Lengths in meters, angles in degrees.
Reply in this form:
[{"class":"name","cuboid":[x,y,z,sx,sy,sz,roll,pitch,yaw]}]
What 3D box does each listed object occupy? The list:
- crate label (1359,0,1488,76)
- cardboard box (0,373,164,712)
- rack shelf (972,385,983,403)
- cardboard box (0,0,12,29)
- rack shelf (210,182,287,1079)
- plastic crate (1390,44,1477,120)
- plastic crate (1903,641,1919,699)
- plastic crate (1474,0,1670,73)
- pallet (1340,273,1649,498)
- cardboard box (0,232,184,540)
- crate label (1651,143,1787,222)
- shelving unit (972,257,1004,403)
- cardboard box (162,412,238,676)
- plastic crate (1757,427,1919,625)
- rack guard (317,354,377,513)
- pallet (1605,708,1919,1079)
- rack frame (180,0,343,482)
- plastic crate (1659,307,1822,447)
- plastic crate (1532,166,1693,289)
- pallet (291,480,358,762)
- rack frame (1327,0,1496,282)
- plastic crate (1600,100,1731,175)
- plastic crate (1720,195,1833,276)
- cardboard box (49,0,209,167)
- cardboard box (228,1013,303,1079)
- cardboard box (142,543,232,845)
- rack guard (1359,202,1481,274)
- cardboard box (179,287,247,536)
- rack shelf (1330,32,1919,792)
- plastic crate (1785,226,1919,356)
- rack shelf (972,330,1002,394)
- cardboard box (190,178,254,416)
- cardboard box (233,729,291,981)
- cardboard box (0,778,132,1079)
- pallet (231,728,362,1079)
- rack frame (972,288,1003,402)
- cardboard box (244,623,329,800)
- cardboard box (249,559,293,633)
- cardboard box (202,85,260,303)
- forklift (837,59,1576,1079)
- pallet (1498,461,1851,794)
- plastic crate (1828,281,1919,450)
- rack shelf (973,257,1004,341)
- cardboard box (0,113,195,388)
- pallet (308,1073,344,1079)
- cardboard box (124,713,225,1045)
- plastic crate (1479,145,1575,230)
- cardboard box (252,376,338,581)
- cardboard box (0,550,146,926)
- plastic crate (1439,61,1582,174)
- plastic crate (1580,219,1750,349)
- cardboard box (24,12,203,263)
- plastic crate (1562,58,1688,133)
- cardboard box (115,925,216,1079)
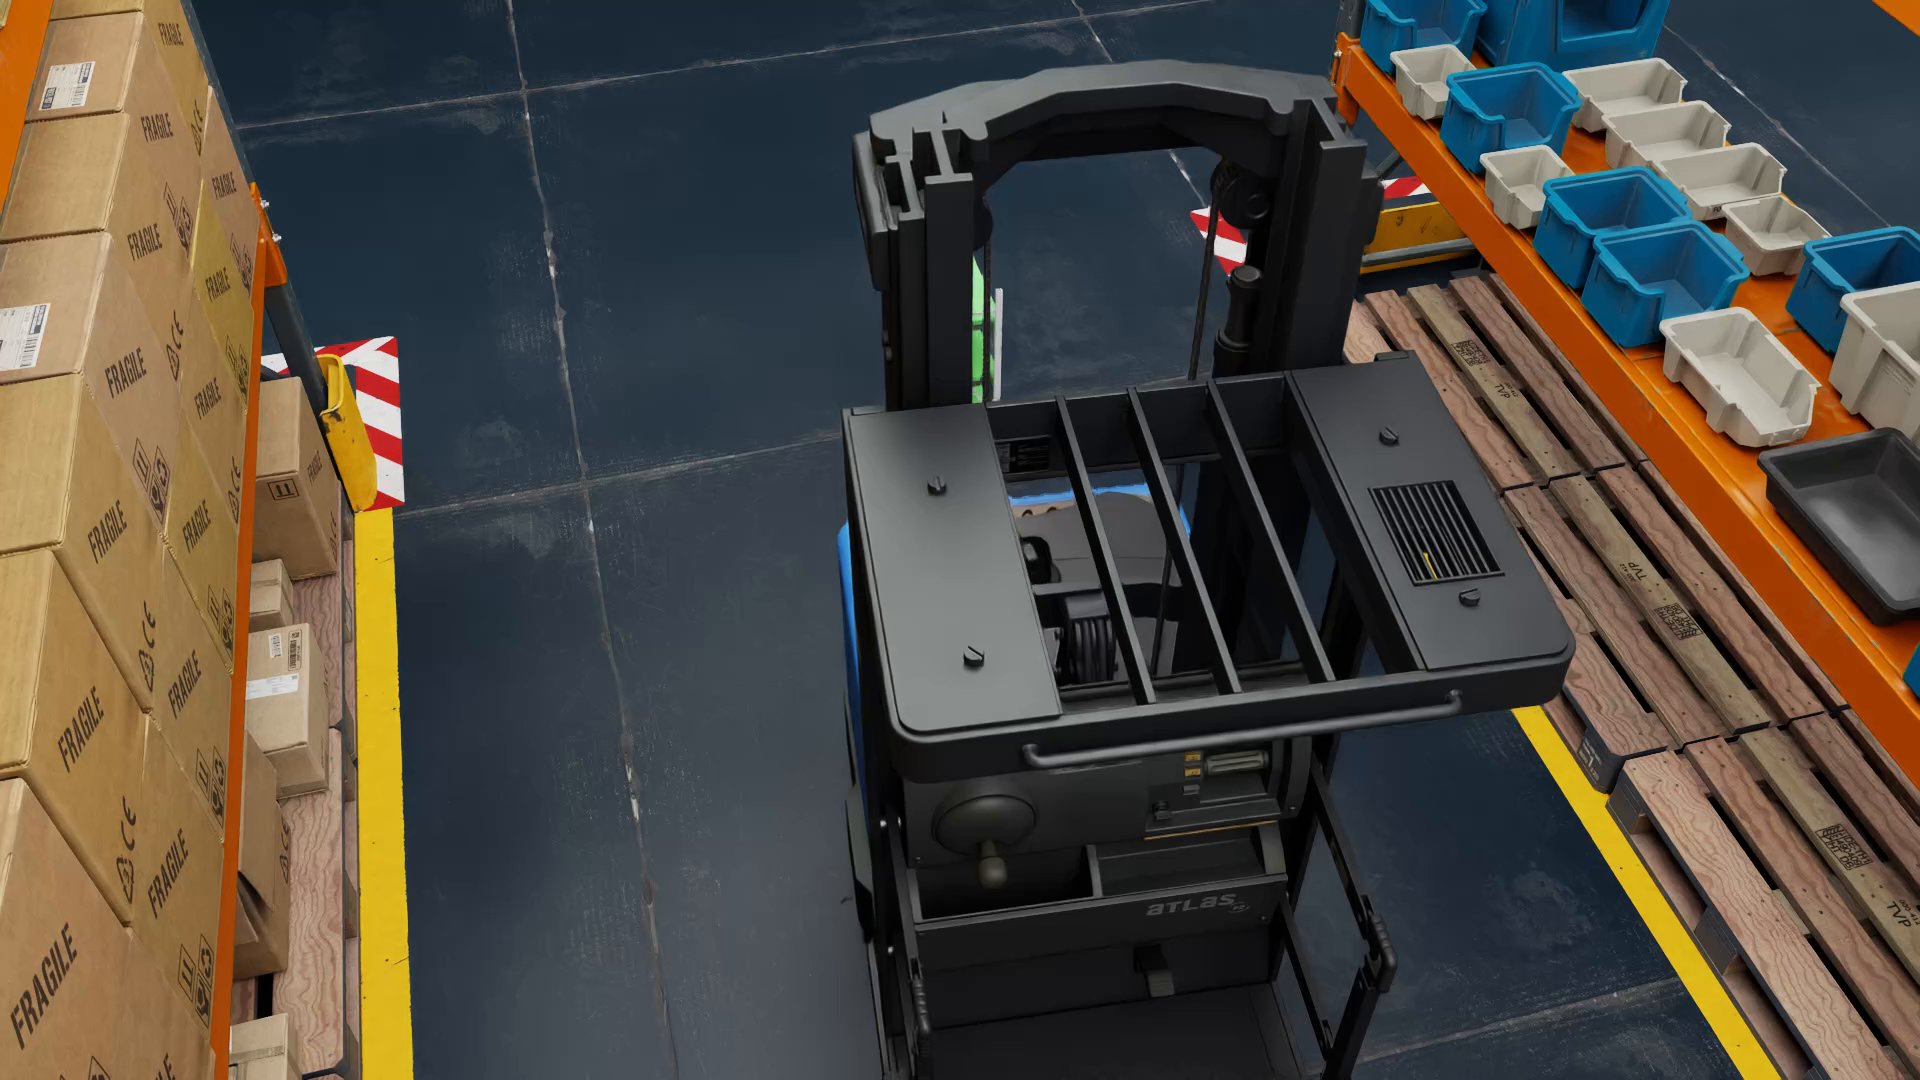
[{"class":"crate label","cuboid":[1.673,-1.870,6.057,0.416,0.233,0.303,-11,47,-10]},{"class":"cardboard box","cuboid":[-1.949,0.054,3.327,0.500,0.500,0.500,-12,47,-11]},{"class":"rack shelf","cuboid":[-0.042,-0.490,5.979,0.258,0.148,0.480,-11,47,-10]},{"class":"cardboard box","cuboid":[-2.216,-1.236,3.366,0.500,0.250,0.500,-11,47,-10]},{"class":"rack shelf","cuboid":[-2.349,0.398,4.264,1.077,0.370,4.000,-11,47,-10]},{"class":"plastic crate","cuboid":[1.676,-1.599,5.860,0.250,0.136,0.298,-11,47,-10]},{"class":"plastic crate","cuboid":[2.503,0.348,3.778,0.392,0.384,0.575,-11,47,-10]},{"class":"plastic crate","cuboid":[2.195,-1.974,6.018,0.616,0.435,0.499,-11,47,-10]},{"class":"pallet","cuboid":[2.102,-0.586,6.676,1.003,0.211,1.213,-11,47,-10]},{"class":"cardboard box","cuboid":[-2.082,-0.303,3.676,0.500,0.500,0.500,-9,46,-9]},{"class":"crate label","cuboid":[2.467,-1.146,5.416,0.396,0.136,0.243,-11,47,-10]},{"class":"shelving unit","cuboid":[-0.042,-0.534,5.933,0.258,1.200,0.503,-11,47,-10]},{"class":"cardboard box","cuboid":[-2.095,0.040,4.040,0.500,0.500,0.500,-11,47,-11]},{"class":"plastic crate","cuboid":[2.406,-0.025,4.325,0.437,0.125,0.590,-11,47,-10]},{"class":"rack guard","cuboid":[-2.841,-0.308,6.201,1.175,0.500,0.348,-11,47,-10]},{"class":"pallet","cuboid":[2.727,1.099,5.025,1.003,0.211,1.213,-11,47,-10]},{"class":"rack frame","cuboid":[-2.861,-1.235,5.360,1.000,3.000,0.127,-11,47,-10]},{"class":"plastic crate","cuboid":[2.216,-0.452,4.736,0.293,0.136,0.466,-11,47,-10]},{"class":"plastic crate","cuboid":[2.011,-0.961,5.166,0.416,0.233,0.300,-11,47,-10]},{"class":"pallet","cuboid":[-2.636,0.344,5.765,1.003,0.211,1.213,-11,47,-10]},{"class":"rack frame","cuboid":[1.929,-2.138,6.245,1.000,3.000,0.127,-11,47,-10]},{"class":"plastic crate","cuboid":[2.373,-1.334,5.600,0.396,0.136,0.243,-11,47,-10]},{"class":"plastic crate","cuboid":[2.561,-0.945,5.219,0.298,0.136,0.250,-11,47,-10]},{"class":"cardboard box","cuboid":[-2.481,-1.363,4.715,0.500,0.500,0.500,-11,47,-11]},{"class":"cardboard box","cuboid":[-1.966,1.440,4.415,0.380,0.166,0.250,-11,47,-10]},{"class":"cardboard box","cuboid":[-1.964,0.391,3.696,0.500,0.500,0.500,-11,47,-11]},{"class":"rack guard","cuboid":[1.910,-1.277,7.152,1.175,0.500,0.348,-11,47,-10]},{"class":"cardboard box","cuboid":[-2.224,-0.307,4.381,0.500,0.500,0.500,-10,46,-10]},{"class":"rack shelf","cuboid":[2.441,-0.505,5.149,1.077,0.370,4.000,-11,47,-10]},{"class":"plastic crate","cuboid":[2.702,-0.729,4.940,0.416,0.233,0.300,-11,47,-10]},{"class":"rack shelf","cuboid":[-0.042,-0.658,5.808,0.258,0.148,0.480,-11,47,-10]},{"class":"cardboard box","cuboid":[-2.347,-0.653,4.720,0.500,0.500,0.500,-10,46,-10]},{"class":"cardboard box","cuboid":[-2.323,0.950,4.658,0.797,0.503,0.637,-11,47,-10]},{"class":"cardboard box","cuboid":[-1.685,0.765,2.630,0.500,0.500,0.500,-10,46,-9]},{"class":"pallet","cuboid":[-2.327,1.185,4.941,1.003,0.211,1.213,-11,47,-10]},{"class":"rack frame","cuboid":[0.020,-0.366,5.768,0.240,1.200,0.015,-11,47,-10]},{"class":"cardboard box","cuboid":[-2.269,0.565,5.213,0.500,0.250,0.500,-11,47,-10]},{"class":"cardboard box","cuboid":[-2.467,0.229,5.601,0.380,0.166,0.250,-11,47,-10]},{"class":"cardboard box","cuboid":[-2.483,-1.010,5.070,0.500,0.500,0.500,-9,46,-9]},{"class":"forklift","cuboid":[0.367,0.637,3.573,1.130,2.935,3.031,-6,46,-6]},{"class":"pallet","cuboid":[2.411,0.255,5.852,1.003,0.211,1.213,-11,47,-10]},{"class":"plastic crate","cuboid":[2.740,-0.444,4.626,0.437,0.282,0.530,-11,47,-10]},{"class":"rack shelf","cuboid":[-0.042,-0.825,5.636,0.258,0.148,0.480,-11,47,-10]},{"class":"cardboard box","cuboid":[-2.214,-0.657,4.024,0.500,0.500,0.500,-10,46,-9]},{"class":"pallet","cuboid":[-2.012,2.028,4.114,1.003,0.211,1.213,-11,47,-10]},{"class":"cardboard box","cuboid":[-1.838,0.737,3.357,0.500,0.500,0.500,-10,46,-10]},{"class":"plastic crate","cuboid":[1.849,-1.131,5.401,0.250,0.136,0.298,-11,47,-10]},{"class":"cardboard box","cuboid":[-2.483,-0.184,5.772,0.500,0.500,0.500,-11,47,-10]},{"class":"cardboard box","cuboid":[-1.818,0.409,2.979,0.500,0.500,0.500,-12,47,-12]},{"class":"plastic crate","cuboid":[1.842,-1.415,5.612,0.416,0.233,0.300,-11,47,-10]},{"class":"plastic crate","cuboid":[2.087,-0.754,4.963,0.416,0.233,0.300,-11,47,-10]},{"class":"cardboard box","cuboid":[-2.351,-1.014,4.374,0.500,0.500,0.500,-10,46,-9]},{"class":"plastic crate","cuboid":[2.312,-1.537,5.798,0.396,0.136,0.243,-11,47,-10]},{"class":"cardboard box","cuboid":[-1.704,1.090,3.012,0.500,0.500,0.500,-10,46,-9]}]
